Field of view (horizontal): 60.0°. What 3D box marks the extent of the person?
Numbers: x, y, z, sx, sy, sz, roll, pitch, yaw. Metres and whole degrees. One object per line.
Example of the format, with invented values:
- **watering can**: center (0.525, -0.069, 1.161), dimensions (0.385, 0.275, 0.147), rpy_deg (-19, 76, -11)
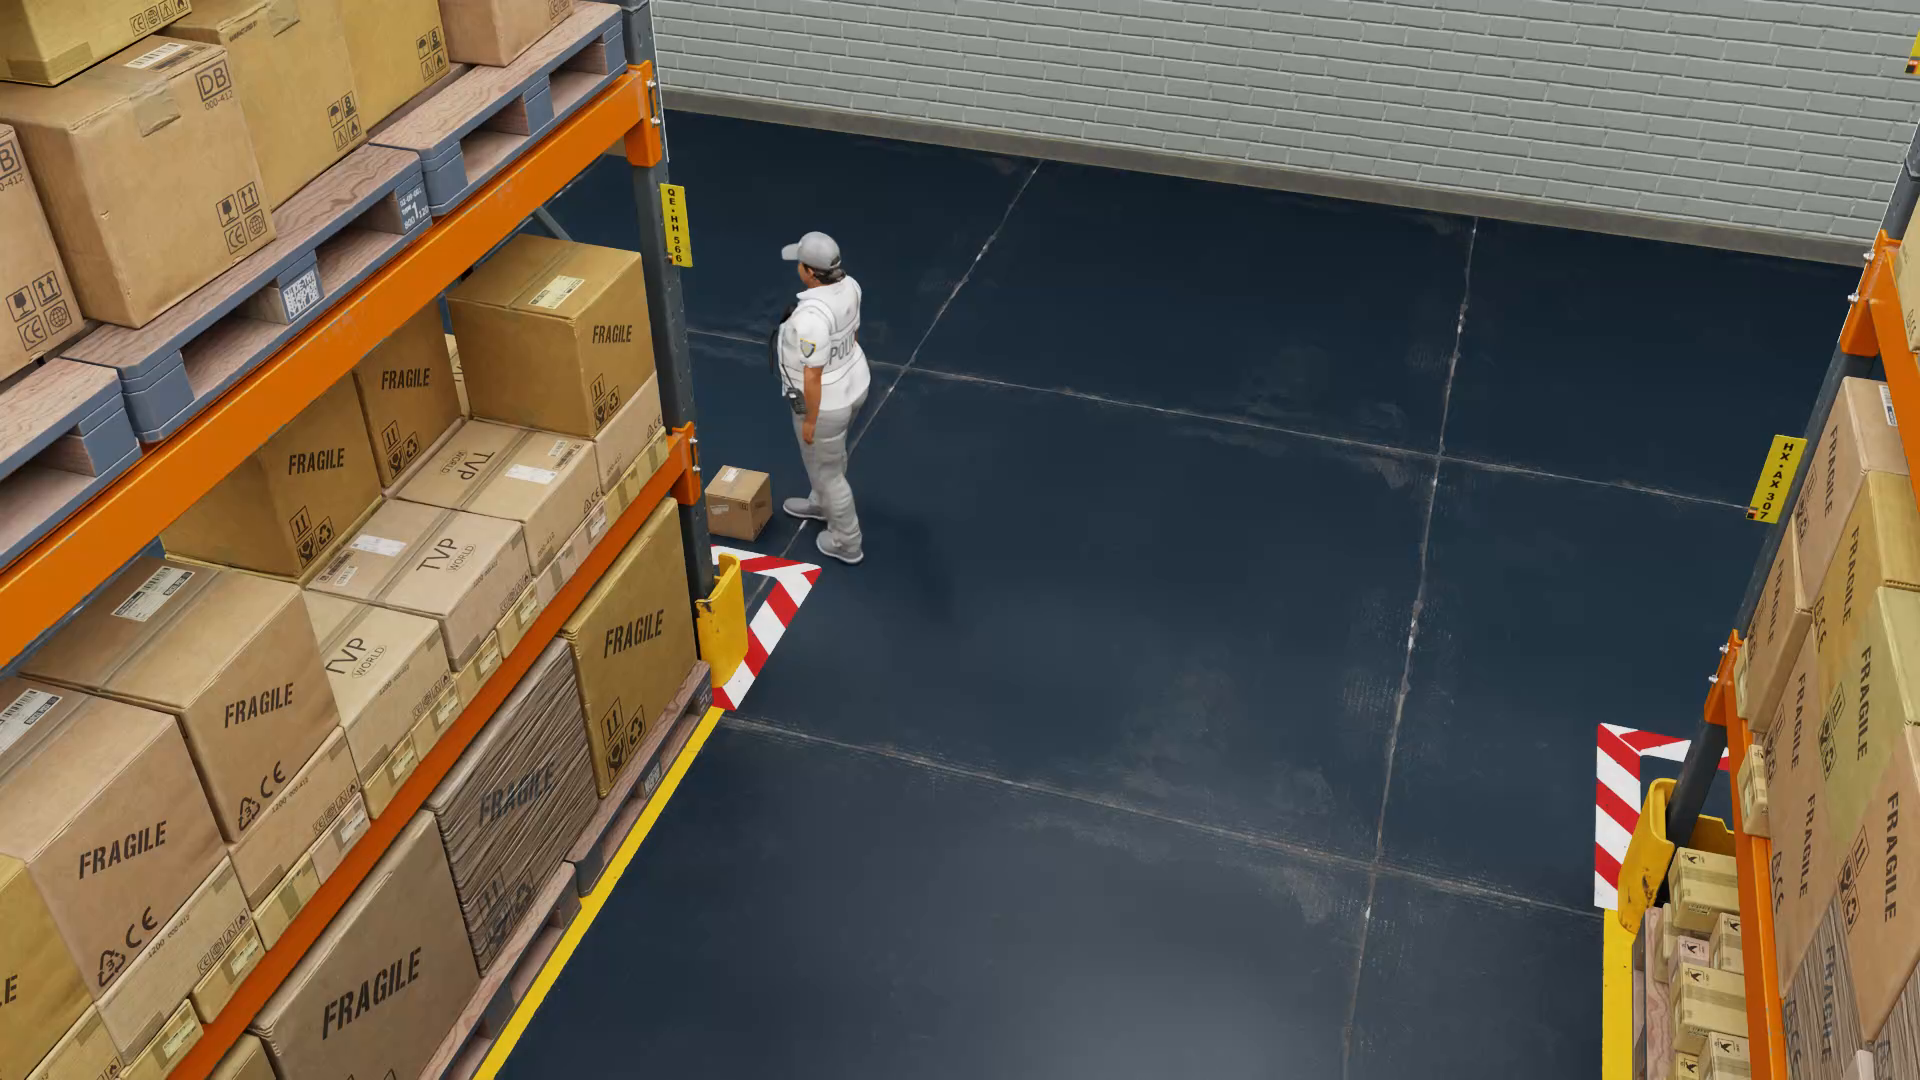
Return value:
- **person**: center (-0.681, -0.685, 7.783), dimensions (0.567, 1.665, 0.483), rpy_deg (15, 40, 18)
